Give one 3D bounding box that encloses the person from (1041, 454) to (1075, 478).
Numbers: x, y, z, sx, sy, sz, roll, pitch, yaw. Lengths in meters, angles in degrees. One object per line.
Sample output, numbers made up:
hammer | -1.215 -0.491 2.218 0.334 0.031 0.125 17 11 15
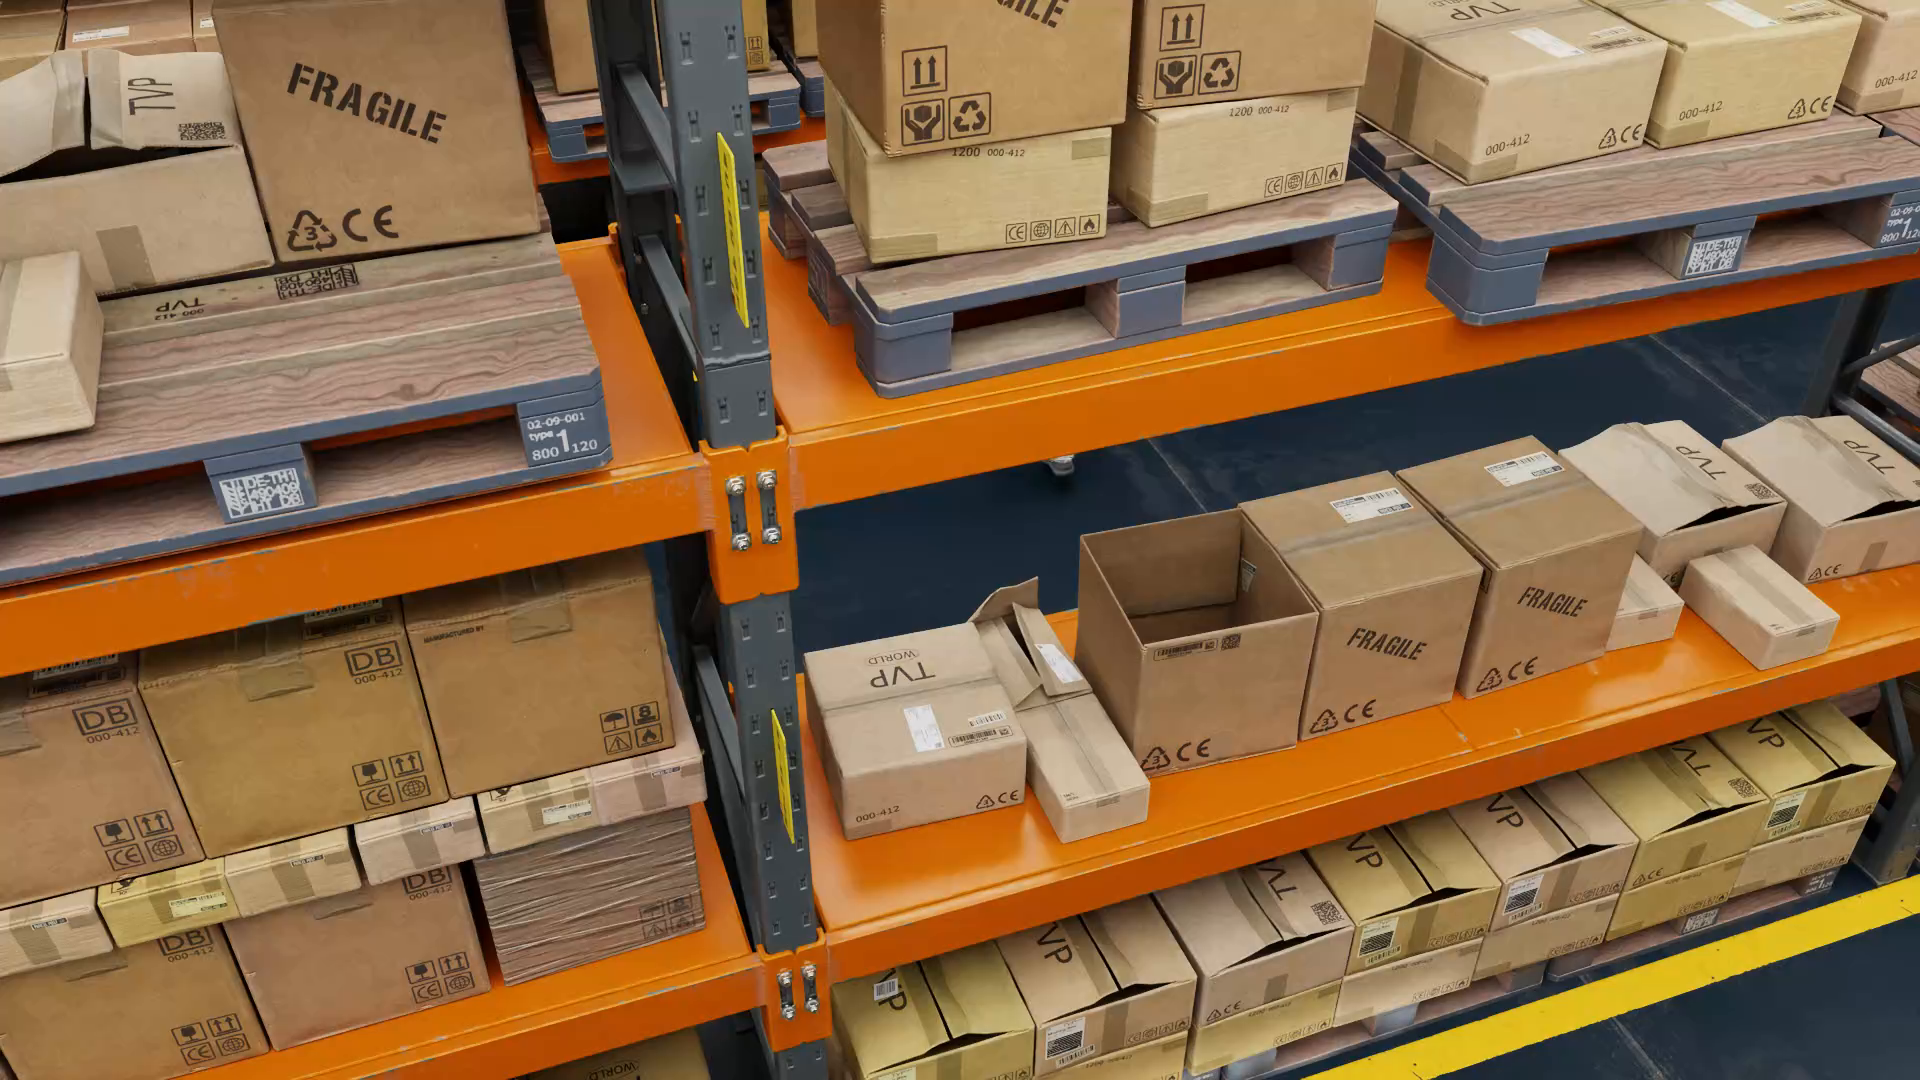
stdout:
person | 0.275 -1.210 7.721 0.544 1.748 1.009 -12 39 -15
